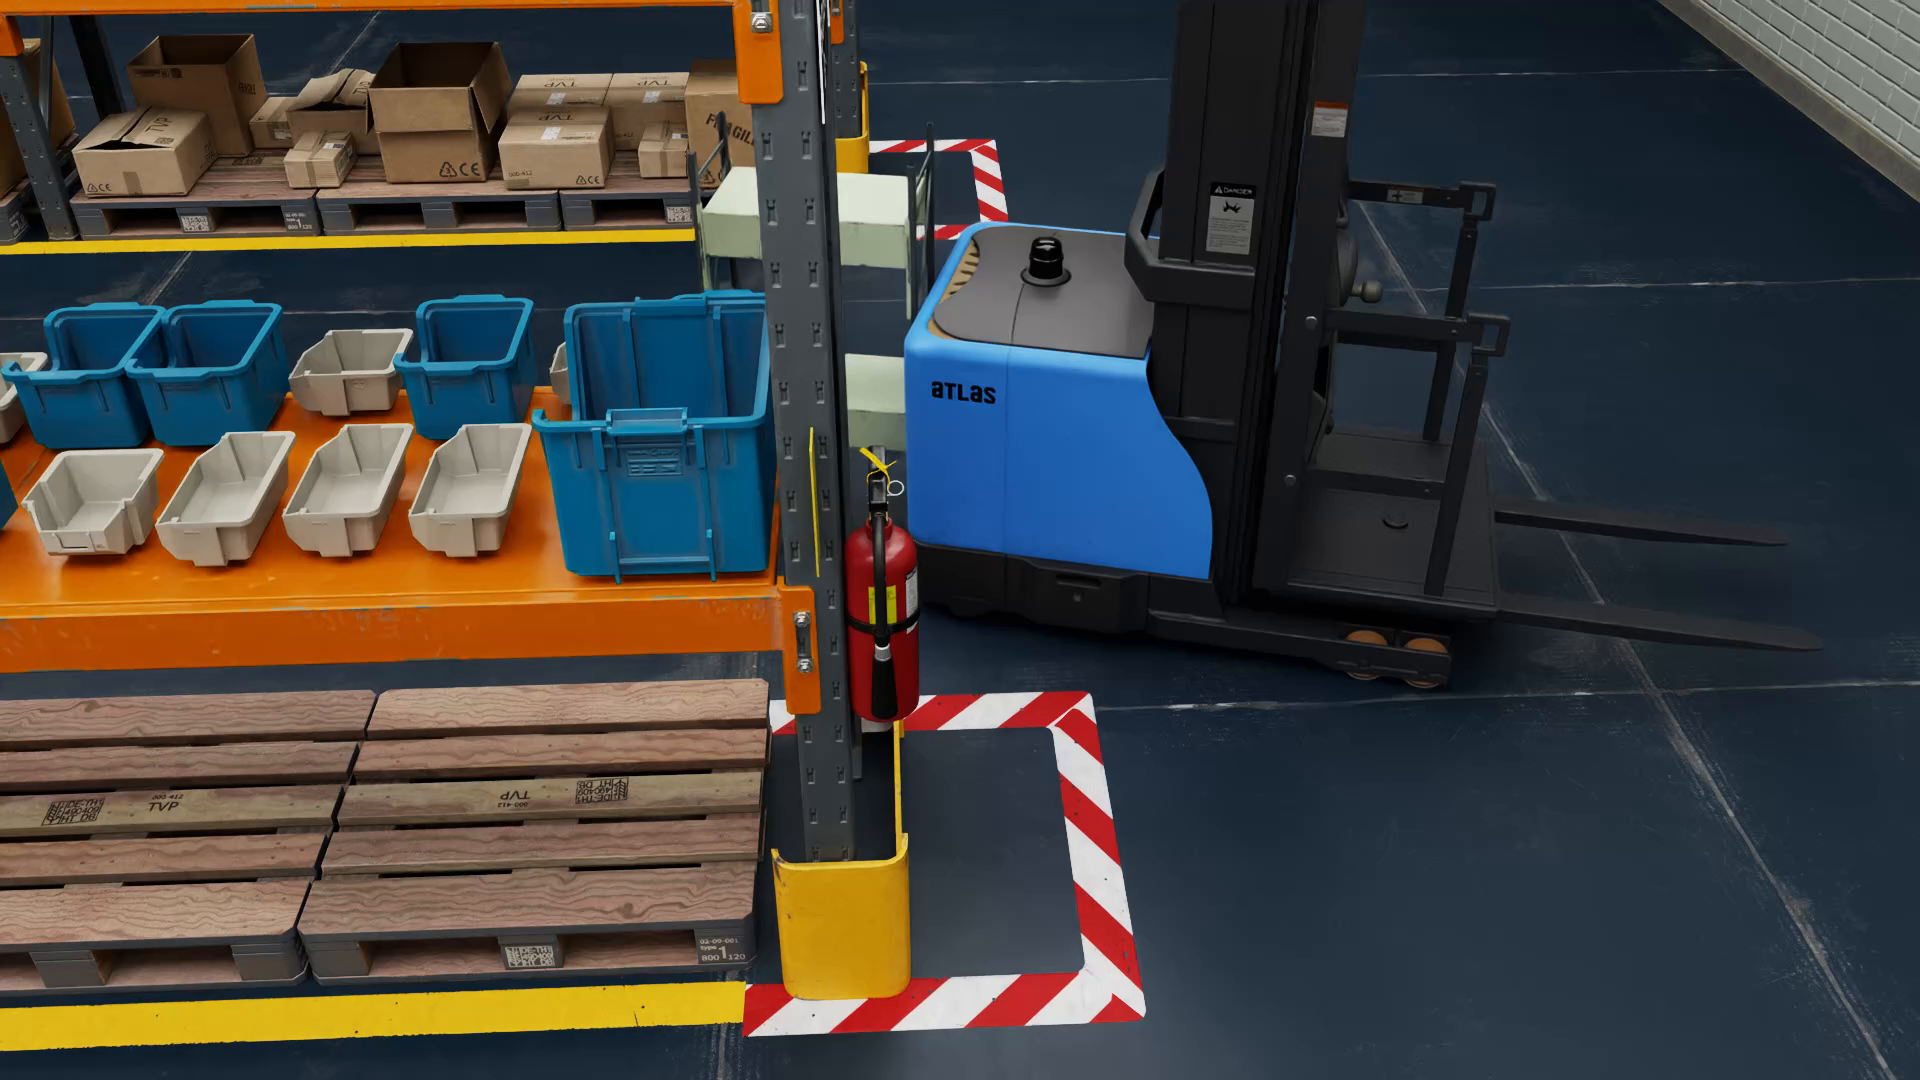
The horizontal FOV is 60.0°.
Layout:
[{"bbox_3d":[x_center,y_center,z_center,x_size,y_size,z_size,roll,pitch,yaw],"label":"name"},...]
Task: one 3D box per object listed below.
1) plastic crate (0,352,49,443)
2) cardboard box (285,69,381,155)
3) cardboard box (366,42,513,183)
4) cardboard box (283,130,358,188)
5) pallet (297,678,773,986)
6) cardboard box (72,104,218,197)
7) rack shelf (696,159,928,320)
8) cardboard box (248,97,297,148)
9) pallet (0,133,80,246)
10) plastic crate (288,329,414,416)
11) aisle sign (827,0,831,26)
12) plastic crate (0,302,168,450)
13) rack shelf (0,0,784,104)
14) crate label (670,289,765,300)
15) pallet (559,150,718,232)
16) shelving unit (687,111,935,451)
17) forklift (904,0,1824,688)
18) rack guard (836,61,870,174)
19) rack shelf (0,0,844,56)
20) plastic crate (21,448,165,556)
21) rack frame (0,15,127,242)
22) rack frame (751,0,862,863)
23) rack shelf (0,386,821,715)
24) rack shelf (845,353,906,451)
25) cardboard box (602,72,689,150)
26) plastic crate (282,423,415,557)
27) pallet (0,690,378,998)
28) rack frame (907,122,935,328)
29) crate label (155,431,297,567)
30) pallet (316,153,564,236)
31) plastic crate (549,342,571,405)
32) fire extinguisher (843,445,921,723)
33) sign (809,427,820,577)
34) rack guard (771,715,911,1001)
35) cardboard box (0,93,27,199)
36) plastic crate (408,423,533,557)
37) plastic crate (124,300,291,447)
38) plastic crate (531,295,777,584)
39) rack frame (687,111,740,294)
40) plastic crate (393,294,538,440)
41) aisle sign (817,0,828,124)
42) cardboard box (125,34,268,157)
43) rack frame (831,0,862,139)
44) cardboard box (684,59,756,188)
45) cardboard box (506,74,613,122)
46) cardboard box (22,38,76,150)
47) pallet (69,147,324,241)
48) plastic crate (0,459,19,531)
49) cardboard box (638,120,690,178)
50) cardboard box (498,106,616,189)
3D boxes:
[{"bbox_3d":[-2.625,-0.351,4.300,0.466,0.136,0.293,-2,35,-2],"label":"plastic crate"},{"bbox_3d":[-3.276,-2.305,8.920,0.500,0.311,0.500,-2,35,-2],"label":"cardboard box"},{"bbox_3d":[-2.705,-2.240,8.658,0.637,0.503,0.797,-2,35,-2],"label":"cardboard box"},{"bbox_3d":[-3.288,-1.966,8.557,0.250,0.166,0.380,-2,35,-2],"label":"cardboard box"},{"bbox_3d":[-1.180,0.822,4.876,1.213,0.211,1.003,-2,35,-2],"label":"pallet"},{"bbox_3d":[-4.152,-1.996,8.474,0.500,0.311,0.500,-2,35,-2],"label":"cardboard box"},{"bbox_3d":[-0.491,-1.047,5.760,0.720,0.370,0.431,5,35,7],"label":"rack shelf"},{"bbox_3d":[-3.654,-2.262,9.001,0.250,0.149,0.380,-2,35,-2],"label":"cardboard box"},{"bbox_3d":[-5.392,-1.842,8.727,1.213,0.211,1.003,-2,35,-2],"label":"pallet"},{"bbox_3d":[-1.619,-0.441,4.431,0.298,0.136,0.250,-2,35,-2],"label":"plastic crate"},{"bbox_3d":[-0.297,-1.564,3.590,0.004,0.787,0.394,-2,35,-2],"label":"aisle sign"},{"bbox_3d":[-2.232,-0.417,4.311,0.300,0.233,0.416,-2,35,-2],"label":"plastic crate"},{"bbox_3d":[-2.353,-1.208,3.356,4.000,0.370,1.077,-2,35,-2],"label":"rack shelf"},{"bbox_3d":[-0.617,-0.461,4.374,0.303,0.233,0.416,-2,35,-2],"label":"crate label"},{"bbox_3d":[-1.458,-1.969,8.910,1.213,0.211,1.003,-2,35,-2],"label":"pallet"},{"bbox_3d":[-0.491,-0.726,5.982,0.755,1.500,0.431,5,35,7],"label":"shelving unit"},{"bbox_3d":[1.377,-1.045,5.184,3.031,2.935,1.130,7,35,10],"label":"forklift"},{"bbox_3d":[-0.661,-2.110,8.860,0.348,0.500,1.175,-2,35,-2],"label":"rack guard"},{"bbox_3d":[-2.583,-2.790,8.278,4.000,0.370,1.077,-2,35,-2],"label":"rack shelf"},{"bbox_3d":[-2.023,-0.076,3.903,0.250,0.136,0.298,-2,35,-2],"label":"plastic crate"},{"bbox_3d":[-4.581,-3.032,7.996,0.127,3.000,1.000,-2,35,-2],"label":"rack frame"},{"bbox_3d":[-0.355,-0.324,4.083,0.127,3.000,1.000,-2,35,-2],"label":"rack frame"},{"bbox_3d":[-2.353,0.025,4.210,4.000,0.370,1.077,-2,35,-2],"label":"rack shelf"},{"bbox_3d":[-0.491,-0.458,6.167,0.720,0.370,0.431,5,35,7],"label":"rack shelf"},{"bbox_3d":[-1.642,-2.324,9.001,0.500,0.250,0.500,-2,35,-2],"label":"cardboard box"},{"bbox_3d":[-1.451,-0.116,3.961,0.243,0.136,0.396,-2,35,-2],"label":"plastic crate"},{"bbox_3d":[-2.396,0.854,4.831,1.213,0.211,1.003,-2,35,-2],"label":"pallet"},{"bbox_3d":[-0.129,-0.695,5.936,0.023,1.500,0.400,5,35,7],"label":"rack frame"},{"bbox_3d":[-1.728,-0.095,3.930,0.243,0.136,0.396,-2,35,-2],"label":"crate label"},{"bbox_3d":[-2.673,-1.938,8.865,1.213,0.211,1.003,-2,35,-2],"label":"pallet"},{"bbox_3d":[-0.941,-0.460,4.457,0.298,0.136,0.250,-2,35,-2],"label":"plastic crate"},{"bbox_3d":[-0.183,0.115,3.844,0.183,0.674,0.296,-2,35,-2],"label":"fire extinguisher"},{"bbox_3d":[-0.313,-0.079,3.585,0.005,0.325,0.100,-2,35,-2],"label":"sign"},{"bbox_3d":[-0.331,0.695,4.806,0.348,0.500,1.175,-2,35,-2],"label":"rack guard"},{"bbox_3d":[-5.060,-2.009,8.327,0.500,0.500,0.500,-2,35,-2],"label":"cardboard box"},{"bbox_3d":[-1.161,-0.116,3.960,0.243,0.136,0.396,-2,35,-2],"label":"plastic crate"},{"bbox_3d":[-1.932,-0.425,4.323,0.300,0.233,0.416,-2,35,-2],"label":"plastic crate"},{"bbox_3d":[-0.680,-0.248,3.889,0.499,0.435,0.616,-2,35,-2],"label":"plastic crate"},{"bbox_3d":[-0.853,-0.758,6.027,0.023,1.500,0.400,5,35,7],"label":"rack frame"},{"bbox_3d":[-1.275,-0.443,4.349,0.300,0.233,0.416,-2,35,-2],"label":"plastic crate"},{"bbox_3d":[-0.269,-1.229,3.105,0.004,0.787,0.394,-2,35,-2],"label":"aisle sign"},{"bbox_3d":[-4.025,-2.362,8.837,0.500,0.500,0.500,-2,35,-2],"label":"cardboard box"},{"bbox_3d":[-0.586,-3.140,8.152,0.127,3.000,1.000,-2,35,-2],"label":"rack frame"},{"bbox_3d":[-1.117,-2.139,8.514,0.500,0.500,0.500,-2,35,-2],"label":"cardboard box"},{"bbox_3d":[-2.141,-2.310,8.982,0.500,0.250,0.500,-2,35,-2],"label":"cardboard box"},{"bbox_3d":[-5.076,-2.311,8.763,0.500,0.500,0.500,-3,35,-4],"label":"cardboard box"},{"bbox_3d":[-3.895,-1.904,8.815,1.213,0.211,1.003,-2,35,-2],"label":"pallet"},{"bbox_3d":[-2.394,-0.079,3.823,0.300,0.233,0.416,-2,35,-2],"label":"plastic crate"},{"bbox_3d":[-1.526,-2.042,8.667,0.250,0.166,0.380,-2,35,-2],"label":"cardboard box"},{"bbox_3d":[-2.067,-2.027,8.573,0.500,0.250,0.500,-2,35,-2],"label":"cardboard box"}]
